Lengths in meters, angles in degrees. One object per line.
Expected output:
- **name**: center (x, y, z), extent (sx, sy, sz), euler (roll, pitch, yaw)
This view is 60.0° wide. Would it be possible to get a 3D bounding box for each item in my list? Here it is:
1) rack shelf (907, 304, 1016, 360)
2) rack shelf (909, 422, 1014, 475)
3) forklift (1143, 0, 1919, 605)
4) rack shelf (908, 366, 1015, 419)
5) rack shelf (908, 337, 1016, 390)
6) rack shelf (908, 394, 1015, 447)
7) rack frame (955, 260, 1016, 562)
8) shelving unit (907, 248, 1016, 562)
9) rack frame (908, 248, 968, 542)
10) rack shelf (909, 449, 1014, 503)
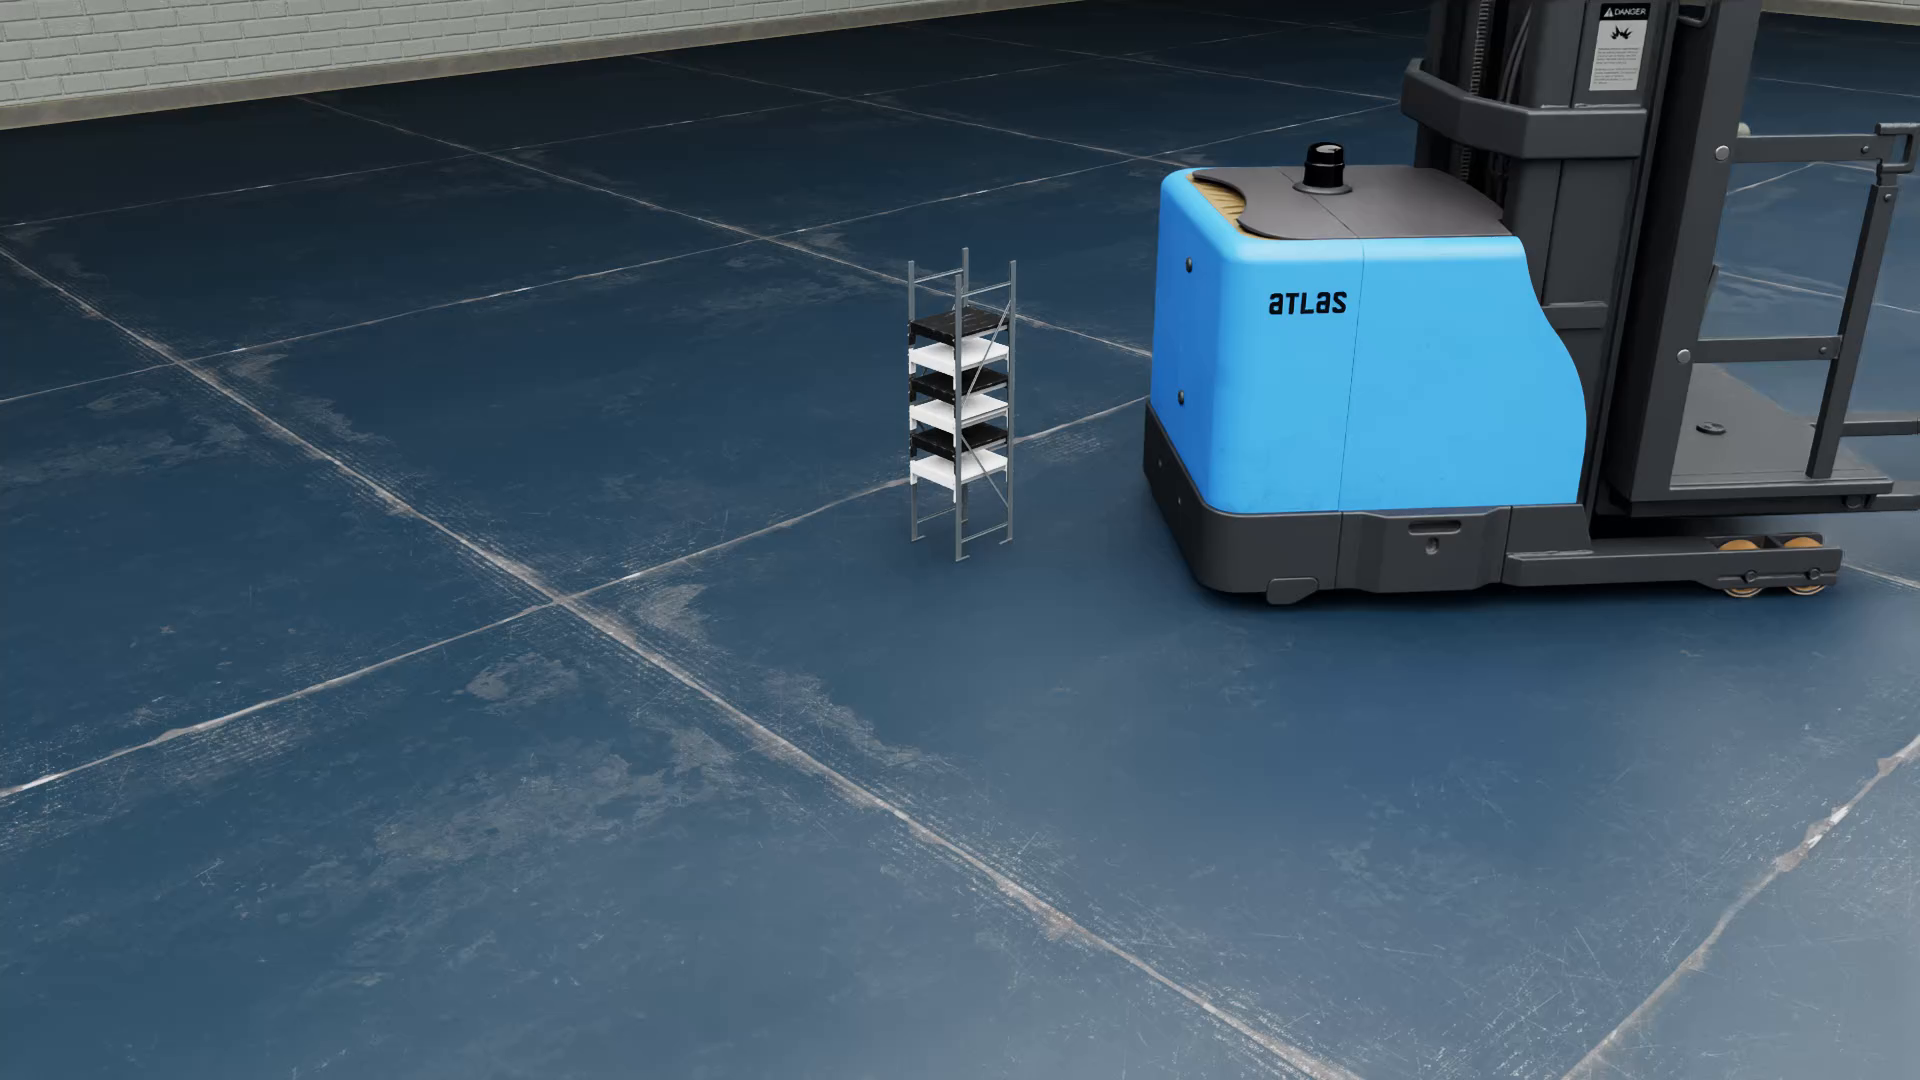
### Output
- **rack shelf**: center (0.006, -0.622, 4.960), extent (0.258, 0.077, 0.200), euler (-21, 32, -38)
- **rack shelf**: center (0.006, -0.295, 5.109), extent (0.258, 0.077, 0.200), euler (-21, 32, -38)
- **forklift**: center (2.161, -1.382, 4.748), extent (3.031, 2.935, 1.130), euler (-2, 25, -4)
- **rack shelf**: center (0.006, -0.459, 5.034), extent (0.258, 0.077, 0.200), euler (-21, 32, -38)
- **rack shelf**: center (0.006, -0.540, 4.997), extent (0.258, 0.077, 0.200), euler (-21, 32, -38)
- **rack shelf**: center (0.006, -0.377, 5.072), extent (0.258, 0.077, 0.200), euler (-21, 32, -38)
- **rack frame**: center (0.075, -0.376, 4.990), extent (0.240, 0.900, 0.006), euler (-21, 32, -38)
- **shelving unit**: center (0.006, -0.407, 5.058), extent (0.258, 0.900, 0.210), euler (-21, 32, -38)
- **rack frame**: center (-0.064, -0.438, 5.125), extent (0.240, 0.900, 0.006), euler (-21, 32, -38)
- **rack shelf**: center (0.006, -0.213, 5.146), extent (0.258, 0.077, 0.200), euler (-21, 32, -38)
